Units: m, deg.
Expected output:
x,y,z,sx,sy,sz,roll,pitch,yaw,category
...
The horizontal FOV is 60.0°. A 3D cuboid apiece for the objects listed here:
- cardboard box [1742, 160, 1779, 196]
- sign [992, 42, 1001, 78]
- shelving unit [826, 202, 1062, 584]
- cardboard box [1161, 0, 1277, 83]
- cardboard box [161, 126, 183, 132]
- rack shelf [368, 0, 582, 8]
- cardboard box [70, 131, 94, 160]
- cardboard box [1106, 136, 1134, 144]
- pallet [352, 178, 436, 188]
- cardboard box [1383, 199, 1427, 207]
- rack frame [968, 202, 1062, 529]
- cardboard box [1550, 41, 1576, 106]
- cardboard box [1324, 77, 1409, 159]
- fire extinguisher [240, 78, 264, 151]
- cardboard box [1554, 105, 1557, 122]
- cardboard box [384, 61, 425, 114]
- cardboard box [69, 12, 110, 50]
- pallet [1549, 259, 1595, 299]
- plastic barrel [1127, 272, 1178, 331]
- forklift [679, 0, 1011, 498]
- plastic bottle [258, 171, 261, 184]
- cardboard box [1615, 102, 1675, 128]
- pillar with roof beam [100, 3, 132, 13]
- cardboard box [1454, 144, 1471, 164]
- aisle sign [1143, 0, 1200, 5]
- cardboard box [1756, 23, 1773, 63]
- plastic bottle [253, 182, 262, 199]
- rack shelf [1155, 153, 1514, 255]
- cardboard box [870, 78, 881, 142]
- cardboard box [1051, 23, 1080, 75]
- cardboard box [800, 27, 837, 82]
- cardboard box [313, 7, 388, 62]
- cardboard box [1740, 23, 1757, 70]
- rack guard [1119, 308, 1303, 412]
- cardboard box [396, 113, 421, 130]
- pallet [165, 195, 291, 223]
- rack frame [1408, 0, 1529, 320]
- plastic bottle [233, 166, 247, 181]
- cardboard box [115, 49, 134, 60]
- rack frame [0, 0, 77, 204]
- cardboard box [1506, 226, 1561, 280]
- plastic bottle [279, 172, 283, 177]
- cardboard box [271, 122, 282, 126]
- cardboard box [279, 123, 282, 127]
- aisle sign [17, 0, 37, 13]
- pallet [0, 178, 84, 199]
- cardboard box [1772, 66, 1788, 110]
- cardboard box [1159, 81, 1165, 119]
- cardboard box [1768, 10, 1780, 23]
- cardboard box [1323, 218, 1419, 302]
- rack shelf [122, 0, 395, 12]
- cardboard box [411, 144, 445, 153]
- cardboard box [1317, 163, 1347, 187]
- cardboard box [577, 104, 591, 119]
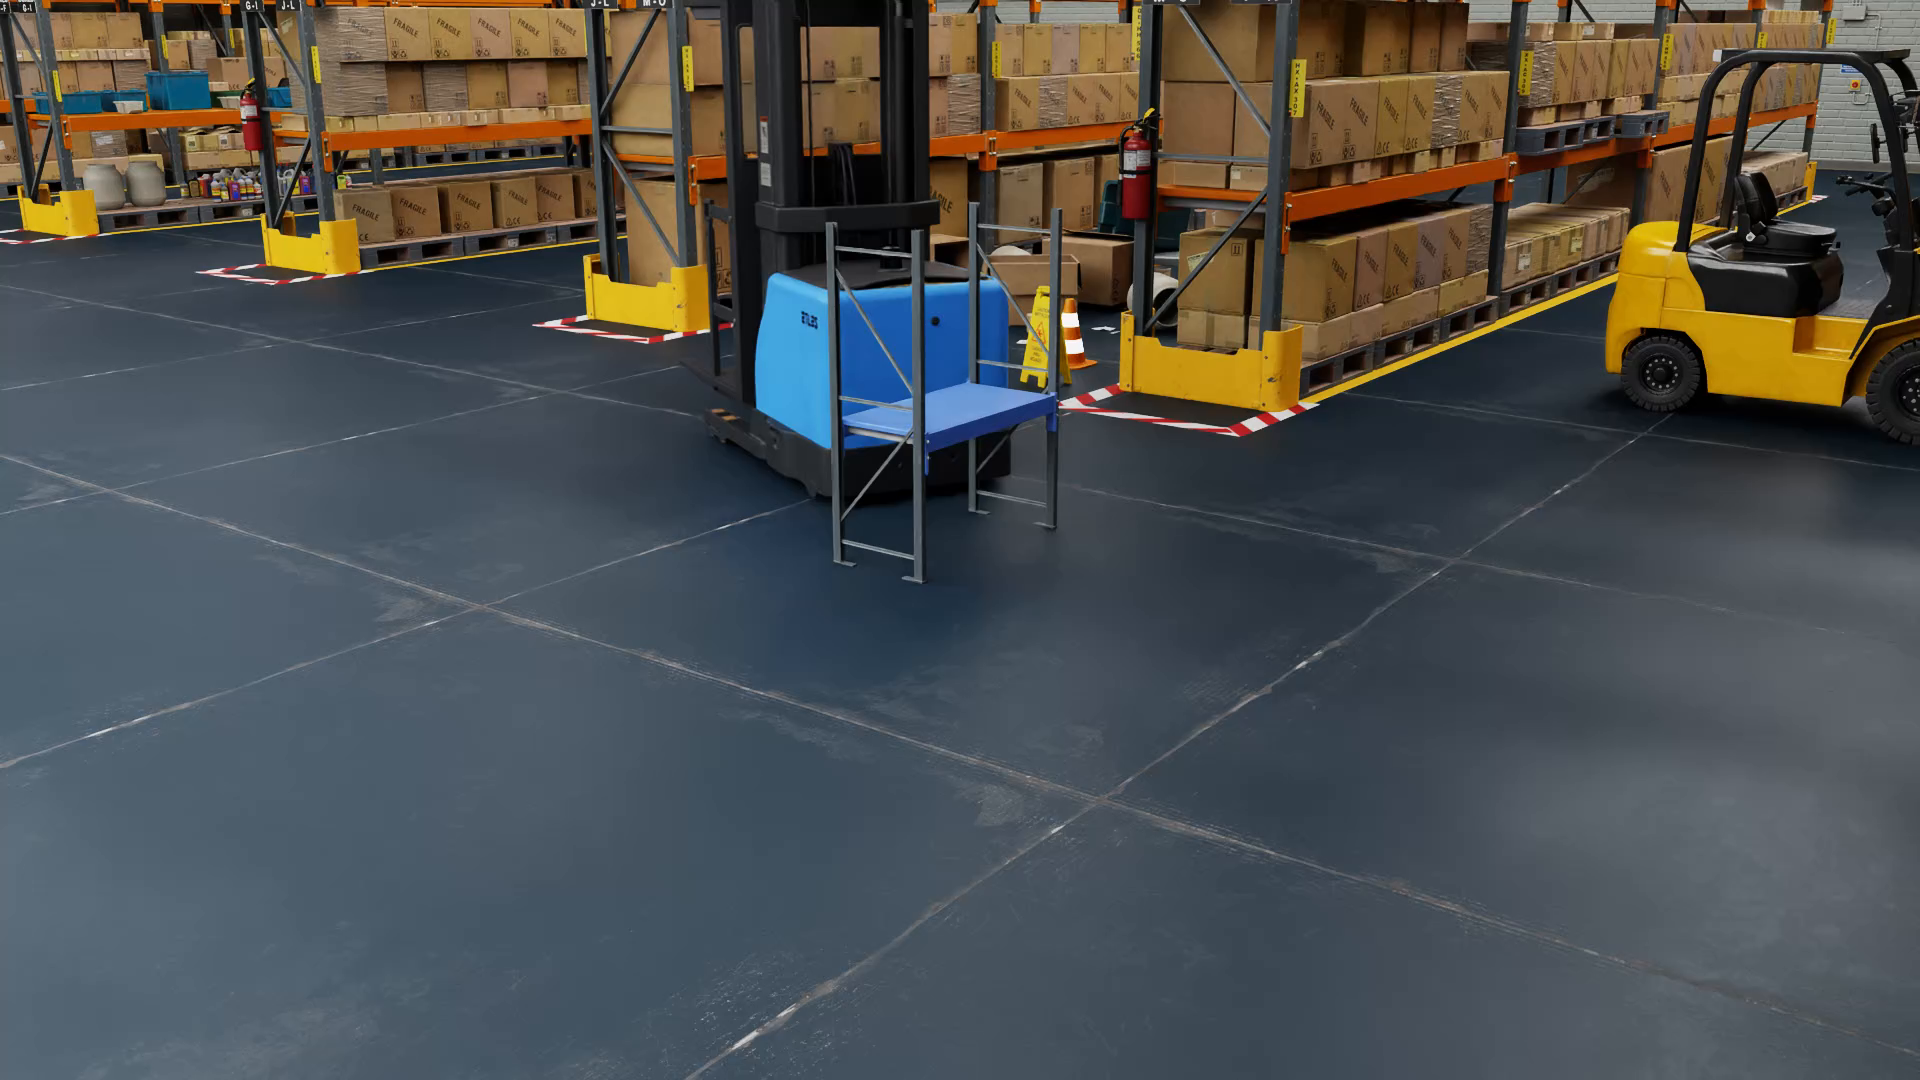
x,y,z,sx,sy,sz,roll,pitch,yaw,category
9.691,-4.521,20.855,0.875,0.438,0.875,12,21,33,cardboard box
0.342,-4.498,15.579,0.100,0.325,0.005,12,21,35,sign
-0.051,-0.696,7.456,0.538,1.500,1.048,12,21,35,shelving unit
1.677,-3.169,10.535,0.700,0.500,0.500,12,21,33,cardboard box
-14.366,-7.358,29.852,0.700,0.500,0.500,12,21,35,cardboard box
-8.406,-9.315,28.837,1.077,0.370,4.000,12,21,35,rack shelf
-12.684,-5.657,23.565,0.500,0.500,0.500,12,21,35,cardboard box
2.263,-6.706,27.155,0.875,0.875,0.875,12,21,35,cardboard box
-7.569,-4.783,22.790,1.003,0.211,1.213,12,21,35,pallet
3.363,-2.447,13.230,0.500,0.500,0.500,14,22,37,cardboard box
0.252,-0.817,7.846,0.500,1.500,0.032,12,21,35,rack frame
4.739,-3.865,13.754,0.500,0.500,0.500,12,21,35,cardboard box
2.661,-2.841,11.163,0.500,0.500,0.500,12,21,34,cardboard box
-6.849,-4.110,16.051,0.296,0.674,0.183,12,21,35,fire extinguisher
4.777,-3.590,13.961,0.380,0.149,0.250,14,22,38,cardboard box
-5.860,-4.549,16.664,0.875,0.500,0.500,12,21,35,cardboard box
-12.541,-7.237,23.634,0.700,0.500,0.500,12,21,35,cardboard box
5.120,-2.440,15.245,1.003,0.211,1.213,12,21,35,pallet
1.563,-1.871,13.054,0.421,0.421,0.512,-4,18,-13,plastic barrel
-0.843,-1.999,9.240,1.130,2.935,3.031,-8,19,-25,forklift
-8.990,-4.622,21.429,0.097,0.271,0.097,0,17,0,plastic bottle
6.808,-4.247,16.617,0.500,0.250,0.500,12,21,34,cardboard box
-11.590,-10.572,26.613,9.100,9.000,0.400,12,21,35,pillar with roof beam
3.623,-2.935,12.561,0.380,0.149,0.250,13,21,35,cardboard box
1.278,-3.620,9.958,0.394,0.787,0.004,12,21,35,aisle sign
9.176,-5.796,19.494,0.500,0.500,0.500,13,21,35,cardboard box
-8.735,-4.348,20.662,0.097,0.201,0.097,0,17,0,plastic bottle
2.739,-2.474,11.867,1.077,0.370,4.000,12,21,35,rack shelf
-1.041,-3.884,14.939,0.875,0.550,0.550,12,21,35,cardboard box
0.793,-5.033,17.037,0.700,0.500,0.500,13,21,35,cardboard box
-1.539,-4.118,13.872,0.875,0.550,0.550,12,21,35,cardboard box
-5.865,-4.843,15.925,0.500,0.500,0.500,12,21,35,cardboard box
8.633,-5.574,18.781,0.500,0.500,0.500,13,22,36,cardboard box
1.593,-1.166,10.655,1.175,0.500,0.348,12,21,35,rack guard
-5.592,-4.175,16.553,0.380,0.149,0.250,12,21,35,cardboard box
-9.166,-4.145,20.734,1.003,0.211,1.213,12,21,35,pallet
3.931,-3.294,13.294,1.000,3.000,0.127,12,21,35,rack frame
-9.185,-4.601,21.225,0.144,0.351,0.185,12,21,34,plastic bottle
-12.120,-6.993,23.943,0.380,0.149,0.250,12,21,34,cardboard box
-10.389,-4.968,18.684,1.000,3.000,0.127,12,21,35,rack frame
4.667,-2.537,14.579,0.950,0.372,0.625,14,22,38,cardboard box
-8.562,-4.519,21.075,0.061,0.283,0.133,12,21,35,plastic bottle
-13.035,-7.950,31.203,0.750,0.750,0.750,12,21,34,cardboard box
-10.758,-6.584,26.871,0.500,0.311,0.500,12,21,33,cardboard box
-10.196,-6.141,18.076,0.394,0.787,0.004,12,21,35,aisle sign
-13.215,-4.991,23.461,1.003,0.211,1.213,12,21,35,pallet
9.792,-5.549,20.388,0.500,0.500,0.500,13,21,35,cardboard box
1.928,-4.872,18.206,0.500,0.500,0.500,12,21,35,cardboard box
9.550,-6.245,19.847,0.380,0.149,0.250,12,21,34,cardboard box
2.878,-1.979,11.724,0.500,0.500,0.500,13,21,36,cardboard box
-10.790,-8.362,25.769,1.077,0.370,4.000,12,21,35,rack shelf
-9.097,-6.824,28.133,0.500,0.500,0.500,14,22,37,cardboard box
2.279,-2.377,10.765,0.380,0.149,0.250,12,21,33,cardboard box
-4.274,-4.716,18.294,0.380,0.149,0.250,12,21,35,cardboard box
